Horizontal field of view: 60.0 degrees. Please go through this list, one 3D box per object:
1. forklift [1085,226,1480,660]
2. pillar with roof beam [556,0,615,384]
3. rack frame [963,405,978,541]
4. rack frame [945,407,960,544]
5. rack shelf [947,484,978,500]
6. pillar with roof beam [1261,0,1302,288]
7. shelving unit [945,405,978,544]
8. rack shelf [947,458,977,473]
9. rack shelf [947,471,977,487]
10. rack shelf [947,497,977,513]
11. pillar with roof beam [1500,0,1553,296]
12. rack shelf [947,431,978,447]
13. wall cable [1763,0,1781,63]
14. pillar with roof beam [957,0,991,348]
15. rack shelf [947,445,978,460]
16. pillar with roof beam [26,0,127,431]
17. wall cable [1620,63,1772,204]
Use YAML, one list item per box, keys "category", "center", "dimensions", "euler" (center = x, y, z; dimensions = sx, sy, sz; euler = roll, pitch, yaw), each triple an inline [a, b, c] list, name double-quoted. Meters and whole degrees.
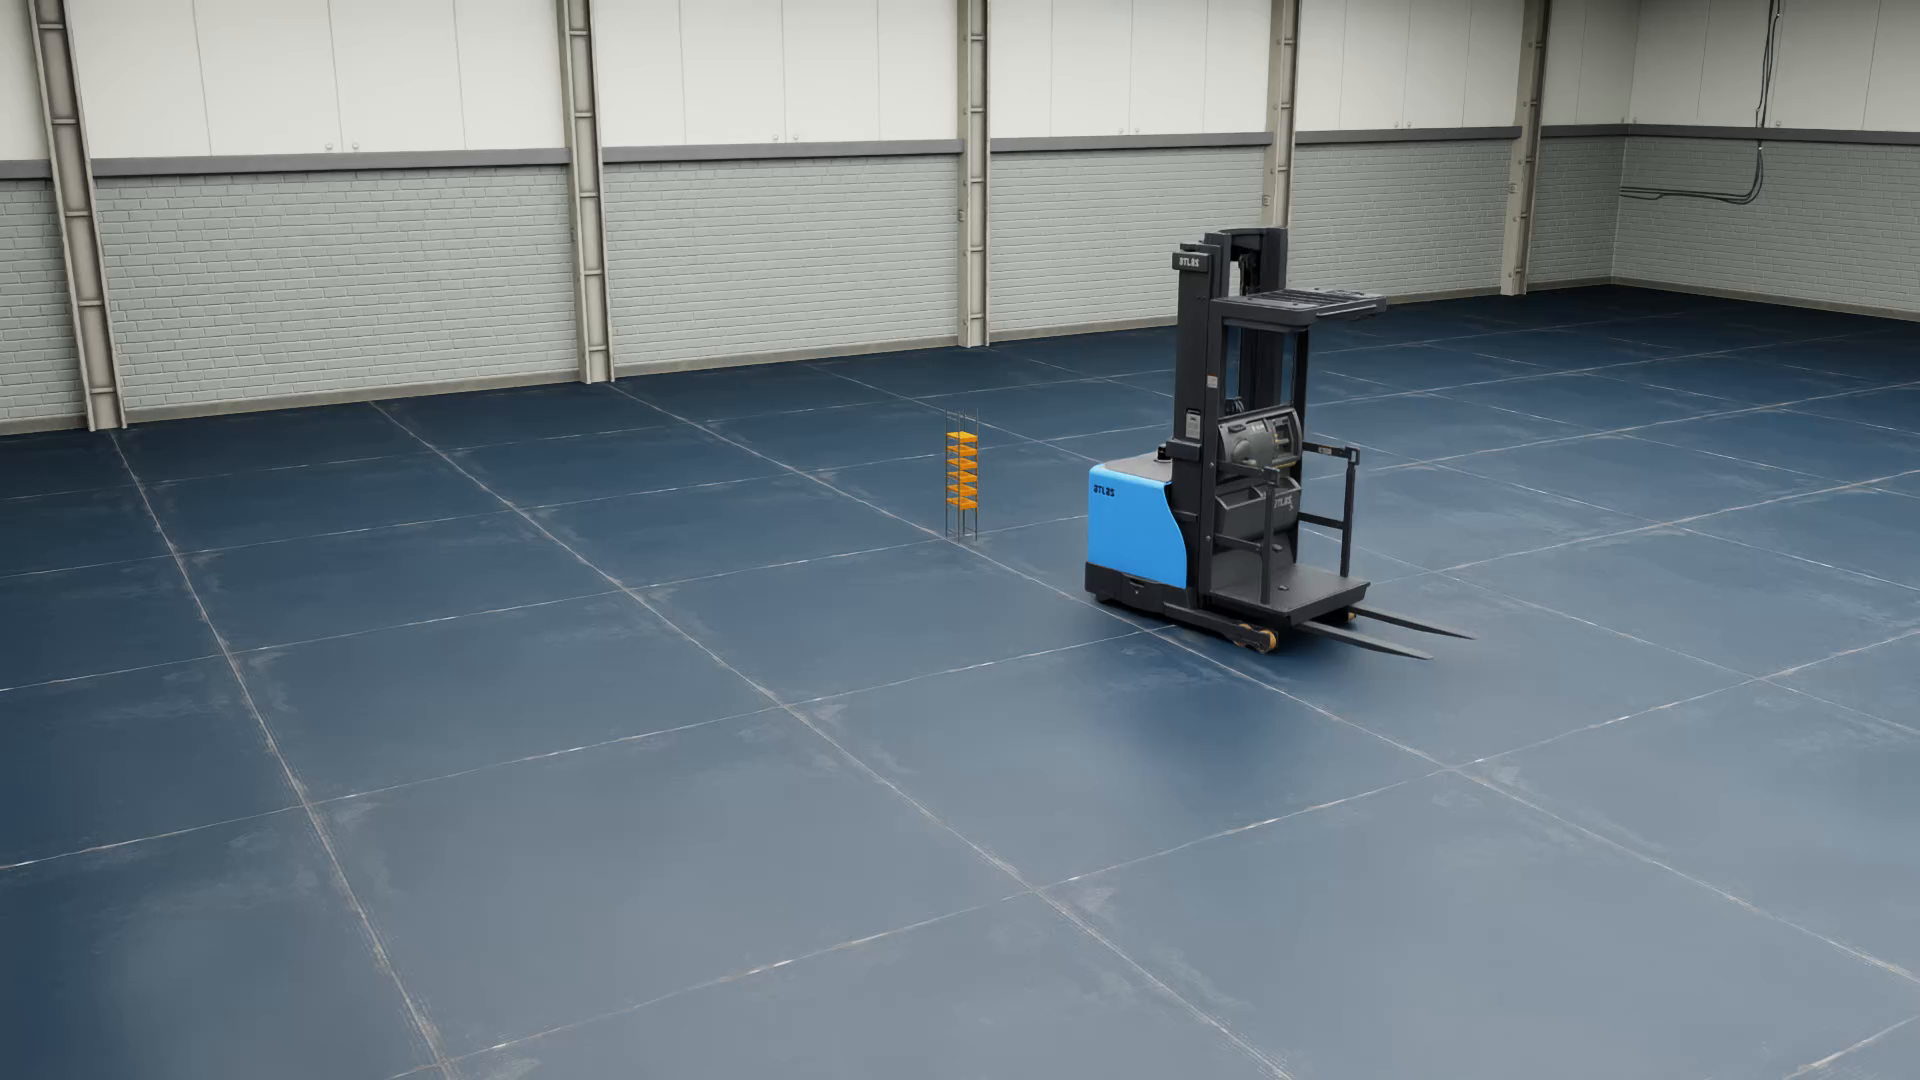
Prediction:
- category: "forklift"
  center: [2.370, -0.751, 12.159]
  dimensions: [1.130, 2.935, 3.031]
  euler: [-14, 21, -41]
- category: "pillar with roof beam"
  center: [-2.722, -5.504, 17.873]
  dimensions: [0.400, 9.000, 9.100]
  euler: [-9, 18, -30]
- category: "rack frame"
  center: [0.091, -0.592, 14.800]
  dimensions: [0.006, 1.200, 0.240]
  euler: [-9, 18, -30]
- category: "rack frame"
  center: [-0.066, -0.567, 14.710]
  dimensions: [0.006, 1.200, 0.240]
  euler: [-9, 18, -30]
- category: "rack shelf"
  center: [0.012, -0.421, 14.799]
  dimensions: [0.180, 0.103, 0.258]
  euler: [-9, 18, -30]
- category: "pillar with roof beam"
  center: [7.564, -7.172, 23.823]
  dimensions: [0.400, 9.000, 9.100]
  euler: [-9, 18, -30]
- category: "shelving unit"
  center: [0.012, -0.580, 14.755]
  dimensions: [0.189, 1.200, 0.258]
  euler: [-9, 18, -30]
- category: "rack shelf"
  center: [0.012, -0.653, 14.735]
  dimensions: [0.180, 0.103, 0.258]
  euler: [-9, 18, -30]
- category: "rack shelf"
  center: [0.012, -0.537, 14.767]
  dimensions: [0.180, 0.103, 0.258]
  euler: [-9, 18, -30]
- category: "rack shelf"
  center: [0.012, -0.306, 14.832]
  dimensions: [0.180, 0.103, 0.258]
  euler: [-9, 18, -30]
- category: "pillar with roof beam"
  center: [12.707, -8.006, 26.799]
  dimensions: [0.400, 9.000, 9.100]
  euler: [-9, 18, -30]
- category: "rack shelf"
  center: [0.012, -0.884, 14.670]
  dimensions: [0.180, 0.103, 0.258]
  euler: [-9, 18, -30]
- category: "wall cable"
  center: [15.090, -9.416, 28.226]
  dimensions: [0.112, 2.526, 3.097]
  euler: [-9, 18, -30]
- category: "pillar with roof beam"
  center: [2.421, -6.338, 20.848]
  dimensions: [0.400, 9.000, 9.100]
  euler: [-9, 18, -30]
- category: "rack shelf"
  center: [0.012, -0.768, 14.702]
  dimensions: [0.180, 0.103, 0.258]
  euler: [-9, 18, -30]
- category: "pillar with roof beam"
  center: [-7.865, -4.670, 14.897]
  dimensions: [0.400, 9.000, 9.100]
  euler: [-9, 18, -30]
- category: "wall cable"
  center: [13.696, -7.611, 31.141]
  dimensions: [0.112, 2.526, 3.097]
  euler: [-9, 18, -30]
